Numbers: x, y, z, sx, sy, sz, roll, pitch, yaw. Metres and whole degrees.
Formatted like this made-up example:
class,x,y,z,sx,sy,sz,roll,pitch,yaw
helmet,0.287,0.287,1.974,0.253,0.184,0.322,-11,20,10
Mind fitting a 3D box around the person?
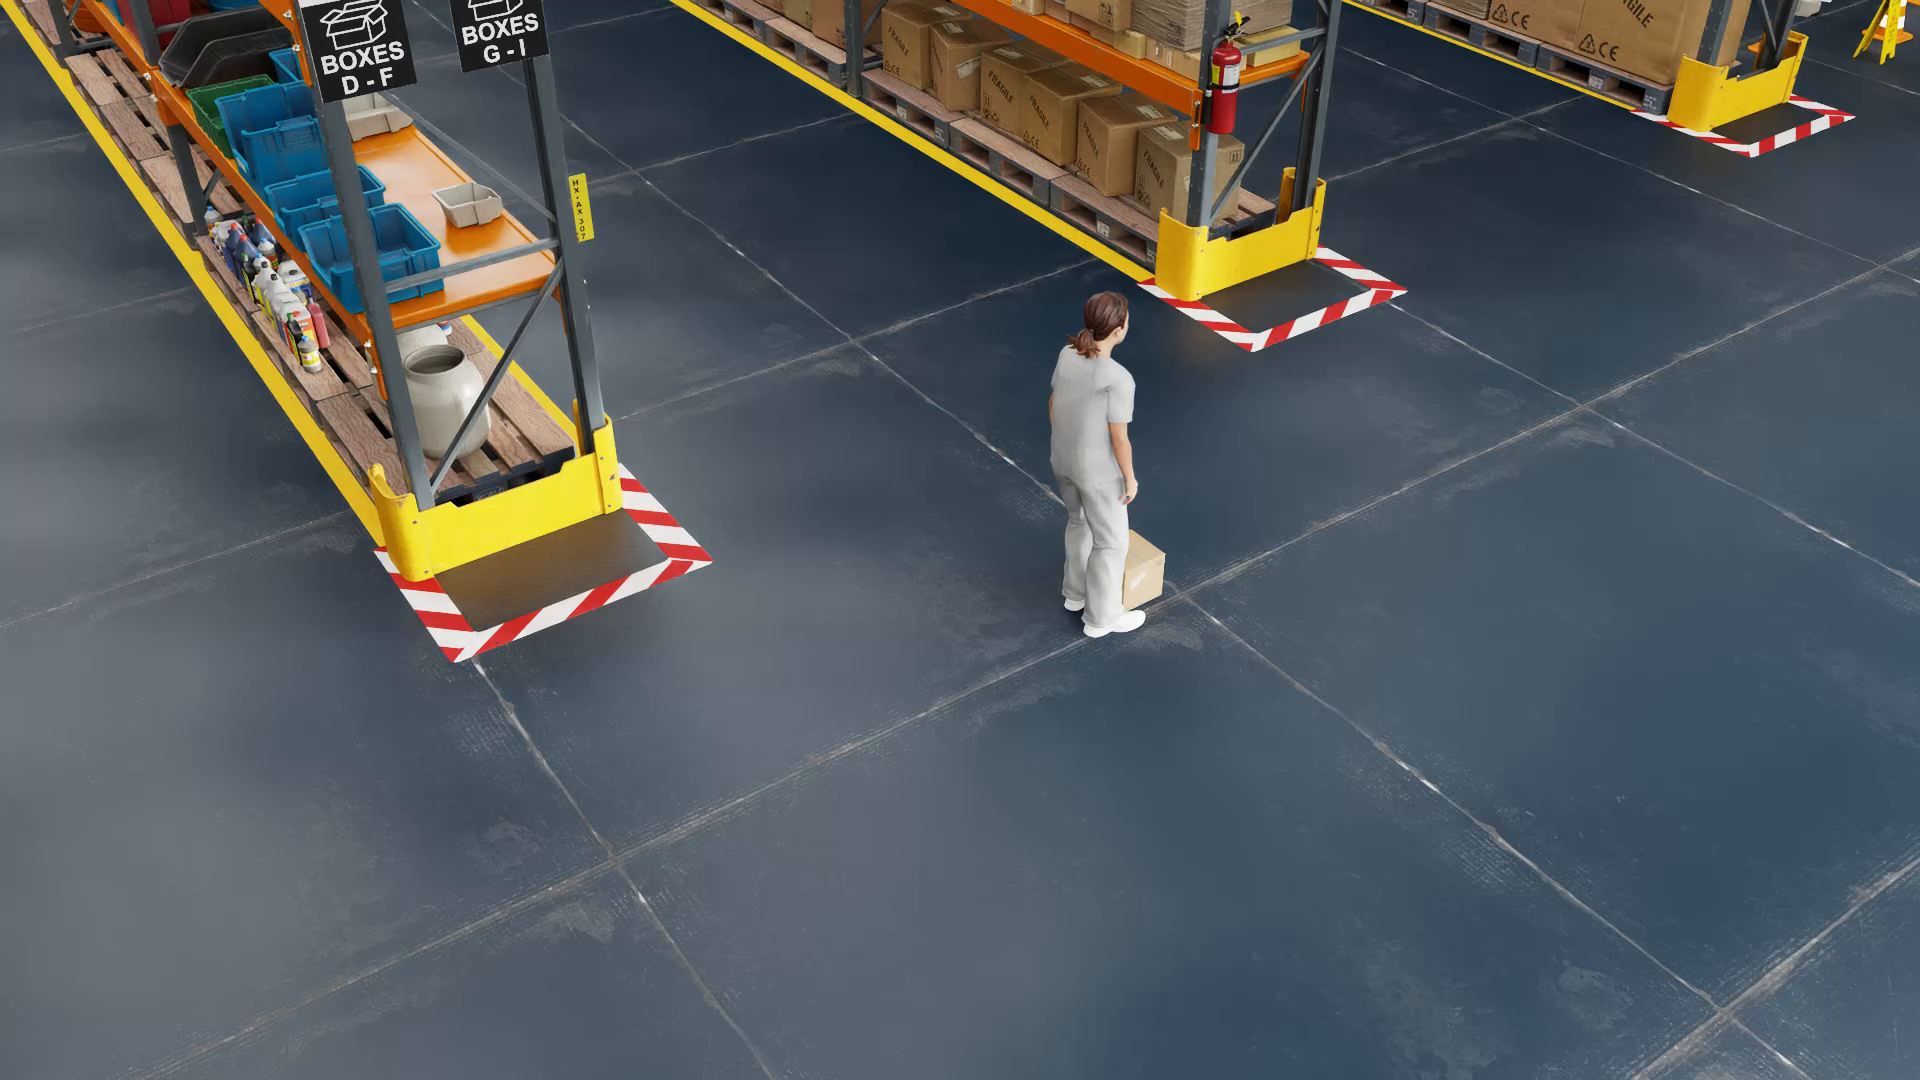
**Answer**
class,x,y,z,sx,sy,sz,roll,pitch,yaw
person,0.623,-0.344,7.469,0.416,1.671,0.513,-25,43,-30
